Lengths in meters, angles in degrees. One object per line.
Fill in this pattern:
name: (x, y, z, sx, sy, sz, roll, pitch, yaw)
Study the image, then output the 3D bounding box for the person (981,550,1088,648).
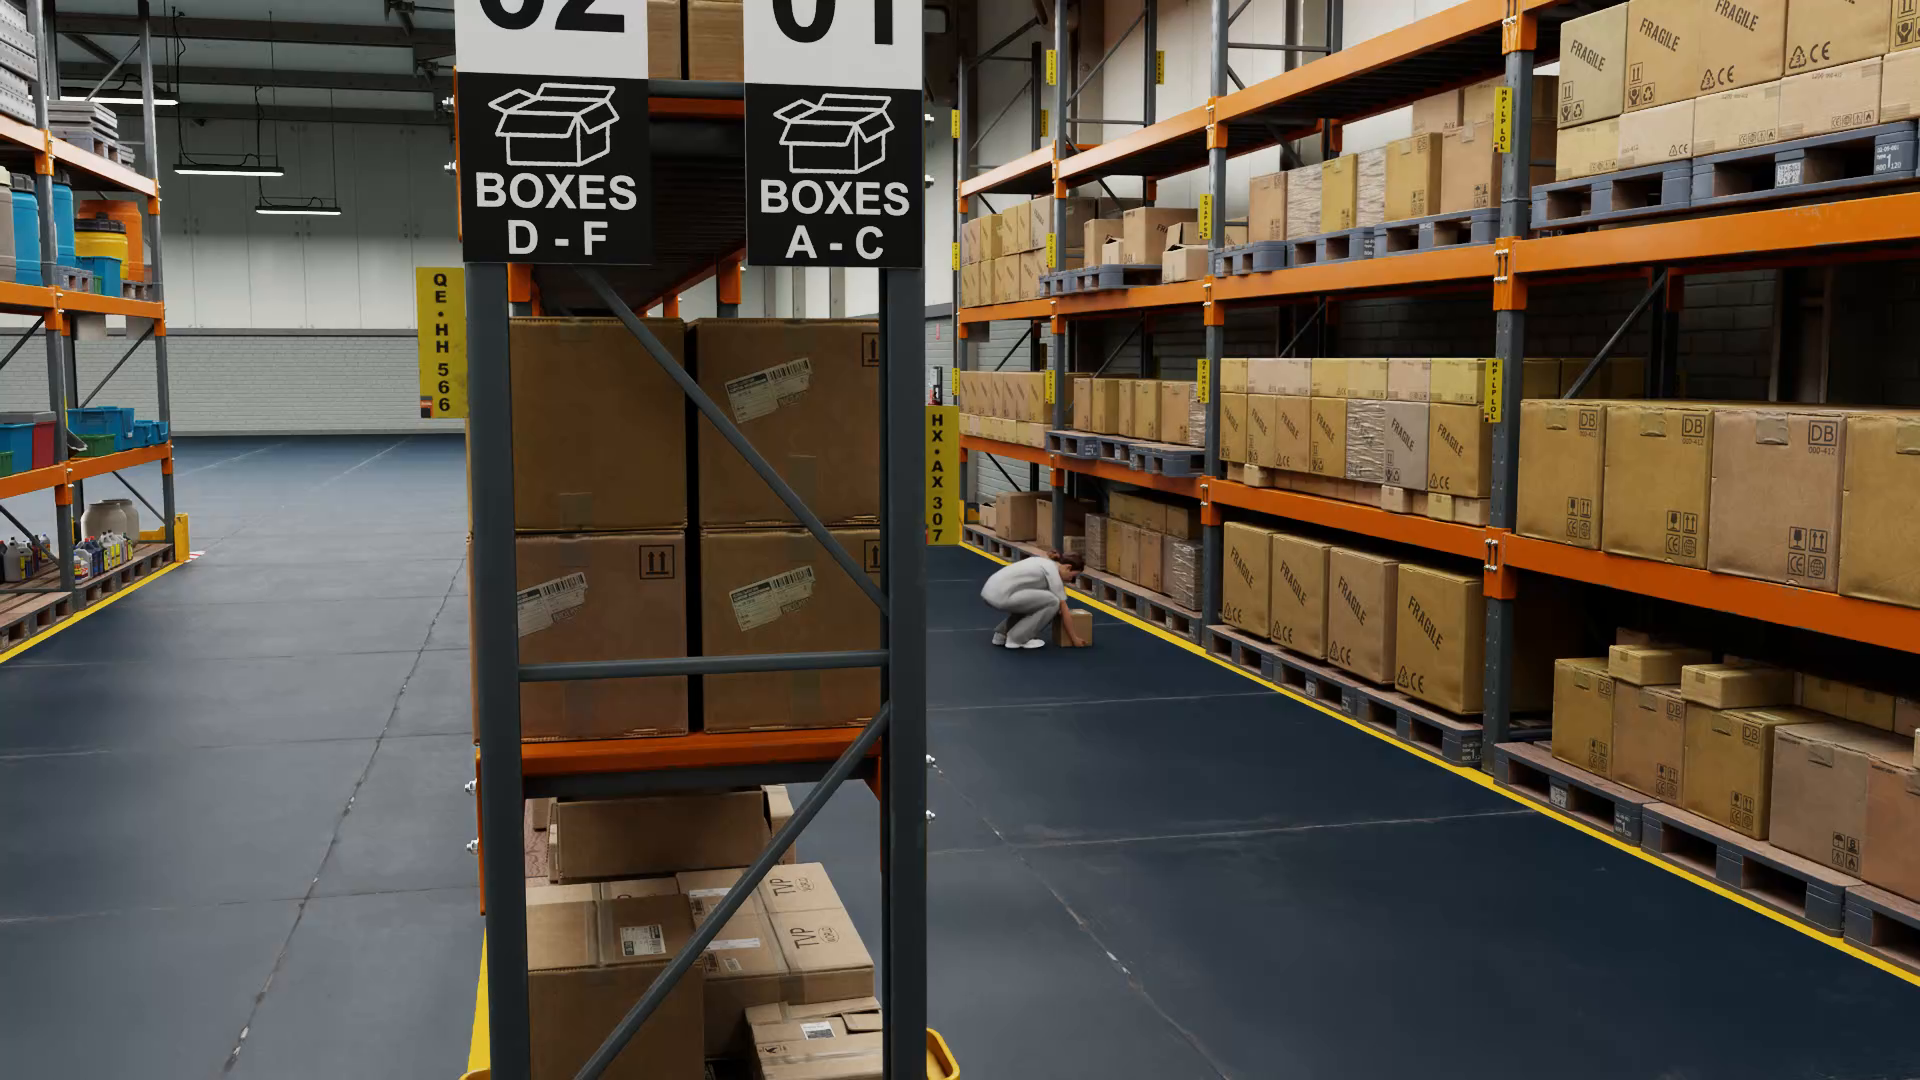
person: (0.574, 0.480, 12.859, 0.834, 0.821, 0.467, -2, 6, -14)
